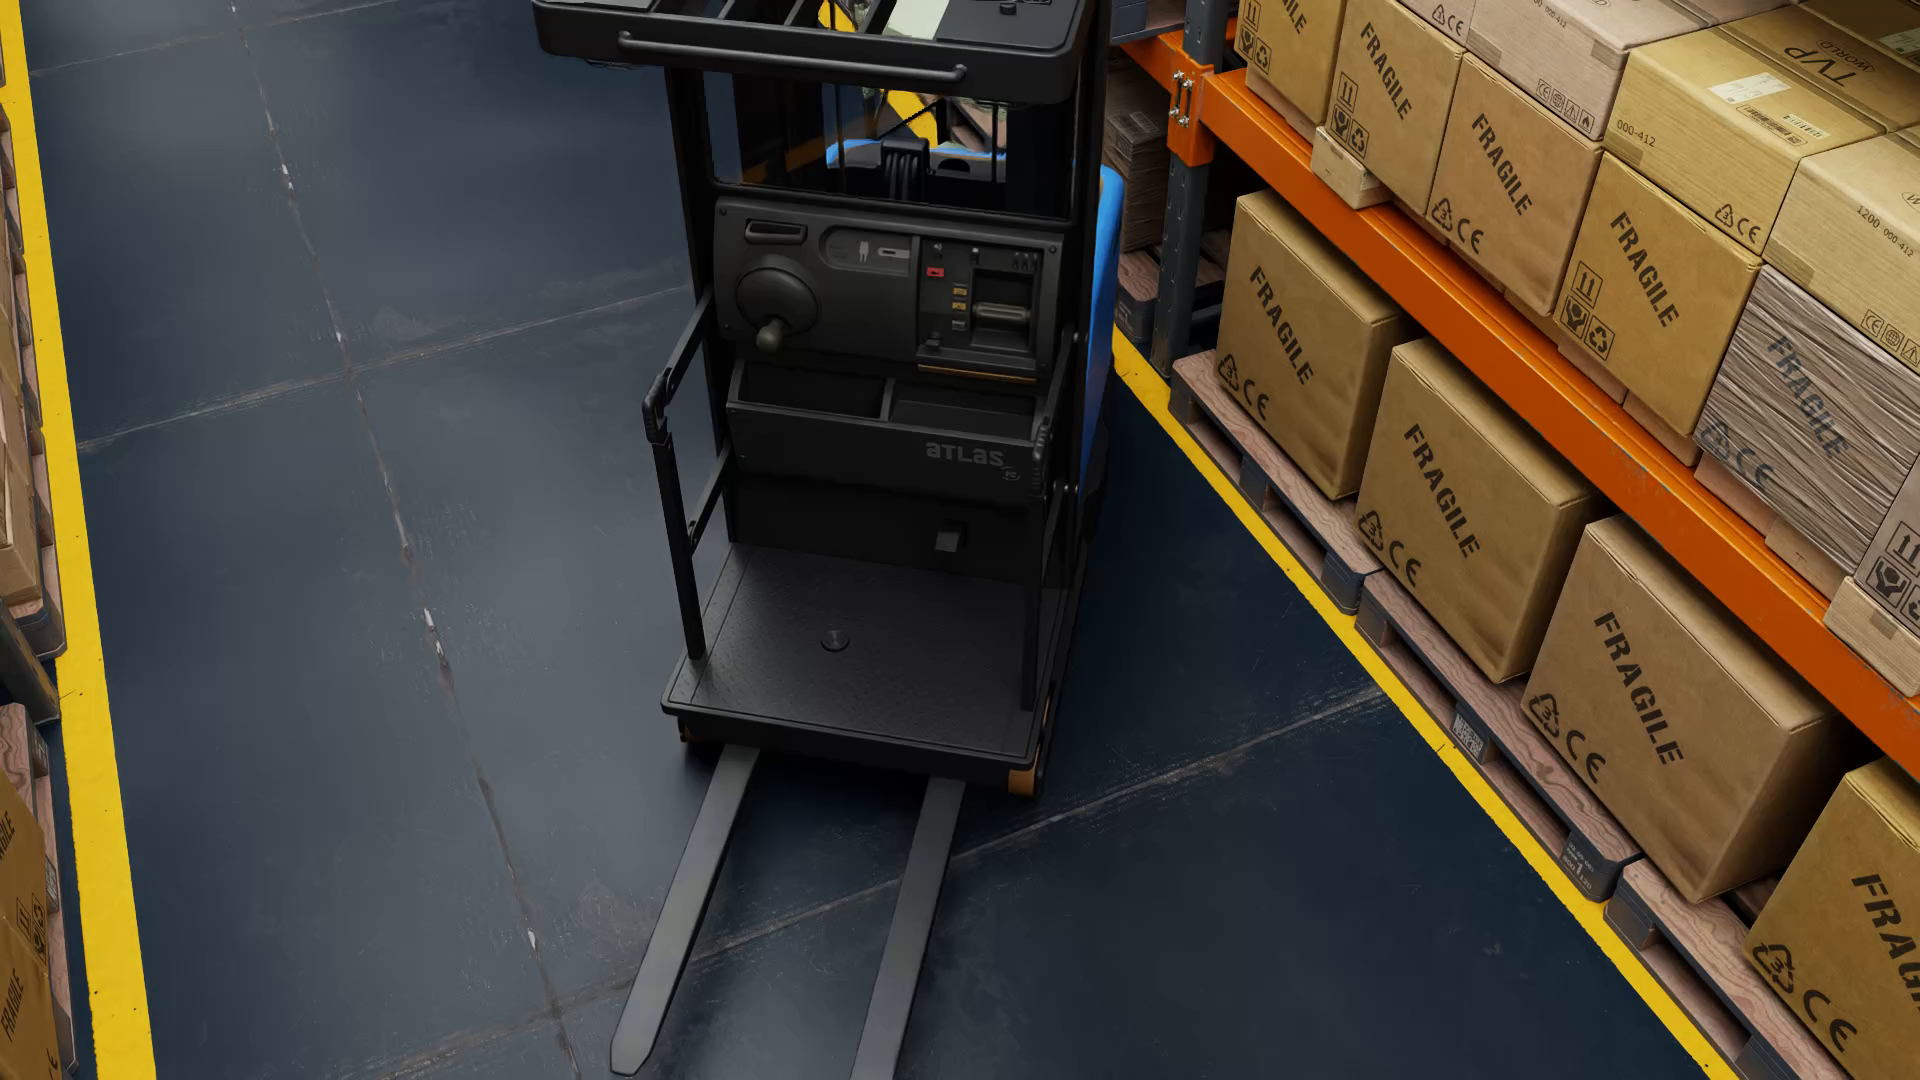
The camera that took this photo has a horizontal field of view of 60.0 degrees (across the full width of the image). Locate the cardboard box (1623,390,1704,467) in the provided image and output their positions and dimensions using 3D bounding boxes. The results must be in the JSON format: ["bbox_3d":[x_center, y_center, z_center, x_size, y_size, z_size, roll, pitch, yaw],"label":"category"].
[{"bbox_3d":[1.901,-0.358,4.142,0.380,0.149,0.250,-17,47,-16],"label":"cardboard box"}]

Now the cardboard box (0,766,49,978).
[{"bbox_3d":[-2.673,0.863,4.207,0.500,0.500,0.500,-16,47,-16],"label":"cardboard box"}]

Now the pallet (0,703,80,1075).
[{"bbox_3d":[-3.000,1.082,4.503,1.003,0.211,1.213,-18,47,-17],"label":"pallet"}]

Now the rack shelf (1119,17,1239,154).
[{"bbox_3d":[0.372,-2.881,7.046,1.077,0.370,4.000,-18,47,-17],"label":"rack shelf"}]

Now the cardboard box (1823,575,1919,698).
[{"bbox_3d":[2.136,0.154,3.623,0.380,0.149,0.250,-18,47,-17],"label":"cardboard box"}]

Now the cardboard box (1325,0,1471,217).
[{"bbox_3d":[1.397,-1.290,4.624,0.500,0.500,0.500,-17,47,-16],"label":"cardboard box"}]

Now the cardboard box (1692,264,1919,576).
[{"bbox_3d":[2.046,-0.327,3.648,0.500,0.500,0.500,-18,47,-17],"label":"cardboard box"}]

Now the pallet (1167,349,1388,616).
[{"bbox_3d":[1.477,-0.345,5.950,1.003,0.211,1.213,-18,47,-17],"label":"pallet"}]

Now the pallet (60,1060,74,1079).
[{"bbox_3d":[-2.491,1.859,3.716,1.003,0.211,1.213,-18,47,-17],"label":"pallet"}]

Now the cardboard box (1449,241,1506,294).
[{"bbox_3d":[1.609,-0.858,4.648,0.380,0.149,0.250,-17,47,-17],"label":"cardboard box"}]

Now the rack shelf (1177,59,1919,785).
[{"bbox_3d":[2.054,-0.332,4.463,1.077,0.370,4.000,-18,47,-17],"label":"rack shelf"}]

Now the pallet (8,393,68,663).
[{"bbox_3d":[-3.590,0.059,5.540,1.003,0.211,1.213,-18,47,-17],"label":"pallet"}]

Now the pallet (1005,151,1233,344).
[{"bbox_3d":[0.886,-1.368,6.987,1.003,0.211,1.213,-18,47,-17],"label":"pallet"}]

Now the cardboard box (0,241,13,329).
[{"bbox_3d":[-3.885,-0.965,6.251,0.500,0.250,0.500,-17,47,-17],"label":"cardboard box"}]

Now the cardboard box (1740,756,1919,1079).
[{"bbox_3d":[2.504,0.926,3.907,0.750,0.750,0.750,-18,47,-17],"label":"cardboard box"}]

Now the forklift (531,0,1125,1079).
[{"bbox_3d":[-0.238,-0.546,4.262,1.129,2.867,3.031,8,45,8],"label":"forklift"}]

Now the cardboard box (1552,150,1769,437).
[{"bbox_3d":[1.831,-0.644,3.969,0.500,0.500,0.500,-17,47,-16],"label":"cardboard box"}]

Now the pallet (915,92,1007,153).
[{"bbox_3d":[0.377,-2.145,7.773,1.003,0.211,1.213,-18,47,-17],"label":"pallet"}]

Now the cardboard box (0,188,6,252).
[{"bbox_3d":[-4.097,-1.290,6.580,0.500,0.250,0.500,-17,47,-17],"label":"cardboard box"}]

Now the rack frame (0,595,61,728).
[{"bbox_3d":[-3.280,-0.397,4.017,1.000,3.000,0.127,-18,47,-17],"label":"rack frame"}]

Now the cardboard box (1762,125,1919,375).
[{"bbox_3d":[2.046,-0.605,3.396,0.500,0.250,0.500,-17,47,-17],"label":"cardboard box"}]

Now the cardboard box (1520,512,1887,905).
[{"bbox_3d":[2.128,0.361,4.480,0.750,0.750,0.750,-17,47,-16],"label":"cardboard box"}]

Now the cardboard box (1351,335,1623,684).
[{"bbox_3d":[1.766,-0.179,5.028,0.750,0.750,0.750,-18,47,-18],"label":"cardboard box"}]

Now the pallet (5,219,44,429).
[{"bbox_3d":[-4.099,-0.717,6.327,1.003,0.211,1.213,-18,47,-17],"label":"pallet"}]

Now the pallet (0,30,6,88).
[{"bbox_3d":[-5.258,-2.473,8.106,1.003,0.211,1.213,-18,47,-17],"label":"pallet"}]

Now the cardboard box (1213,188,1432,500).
[{"bbox_3d":[1.404,-0.740,5.595,0.750,0.750,0.750,-19,48,-18],"label":"cardboard box"}]

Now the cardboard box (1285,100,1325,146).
[{"bbox_3d":[1.240,-1.339,5.136,0.380,0.149,0.250,-17,47,-17],"label":"cardboard box"}]

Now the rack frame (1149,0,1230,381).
[{"bbox_3d":[1.213,-1.863,5.502,1.000,3.000,0.127,-18,47,-17],"label":"rack frame"}]

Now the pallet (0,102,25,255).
[{"bbox_3d":[-4.616,-1.496,7.116,1.003,0.211,1.213,-18,47,-17],"label":"pallet"}]

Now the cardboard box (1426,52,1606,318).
[{"bbox_3d":[1.605,-0.973,4.303,0.500,0.500,0.500,-18,47,-18],"label":"cardboard box"}]

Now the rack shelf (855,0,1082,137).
[{"bbox_3d":[0.045,-1.663,5.794,0.720,0.370,0.431,34,58,30],"label":"rack shelf"}]

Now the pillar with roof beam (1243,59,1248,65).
[{"bbox_3d":[-2.454,-3.811,3.205,9.100,9.000,0.400,-18,47,-17],"label":"pillar with roof beam"}]

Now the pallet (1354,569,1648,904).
[{"bbox_3d":[1.986,0.431,5.163,1.003,0.211,1.213,-18,47,-17],"label":"pallet"}]

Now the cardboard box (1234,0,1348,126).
[{"bbox_3d":[1.185,-1.626,4.965,0.500,0.500,0.500,-17,47,-16],"label":"cardboard box"}]

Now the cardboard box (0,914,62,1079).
[{"bbox_3d":[-2.456,1.192,3.872,0.500,0.500,0.500,-20,48,-19],"label":"cardboard box"}]

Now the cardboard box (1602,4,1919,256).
[{"bbox_3d":[1.831,-0.929,3.725,0.500,0.250,0.500,-19,48,-18],"label":"cardboard box"}]

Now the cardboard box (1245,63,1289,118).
[{"bbox_3d":[1.142,-1.502,5.301,0.380,0.149,0.250,-19,48,-18],"label":"cardboard box"}]

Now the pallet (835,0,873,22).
[{"bbox_3d":[-0.140,-2.923,8.562,1.003,0.211,1.213,-18,47,-17],"label":"pallet"}]

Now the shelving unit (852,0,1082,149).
[{"bbox_3d":[0.063,-1.399,6.080,0.755,1.500,0.431,34,58,30],"label":"shelving unit"}]

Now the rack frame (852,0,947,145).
[{"bbox_3d":[-0.201,-1.577,6.261,0.023,1.500,0.400,34,58,30],"label":"rack frame"}]

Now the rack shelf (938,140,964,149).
[{"bbox_3d":[0.074,-1.244,6.248,0.686,0.124,0.368,34,58,30],"label":"rack shelf"}]

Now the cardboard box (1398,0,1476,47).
[{"bbox_3d":[1.397,-1.570,4.375,0.500,0.250,0.500,-19,48,-18],"label":"cardboard box"}]

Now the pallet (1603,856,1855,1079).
[{"bbox_3d":[2.502,1.210,4.374,1.003,0.211,1.213,-18,47,-17],"label":"pallet"}]

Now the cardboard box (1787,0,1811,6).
[{"bbox_3d":[2.067,-1.407,4.209,0.500,0.250,0.500,-19,48,-18],"label":"cardboard box"}]
